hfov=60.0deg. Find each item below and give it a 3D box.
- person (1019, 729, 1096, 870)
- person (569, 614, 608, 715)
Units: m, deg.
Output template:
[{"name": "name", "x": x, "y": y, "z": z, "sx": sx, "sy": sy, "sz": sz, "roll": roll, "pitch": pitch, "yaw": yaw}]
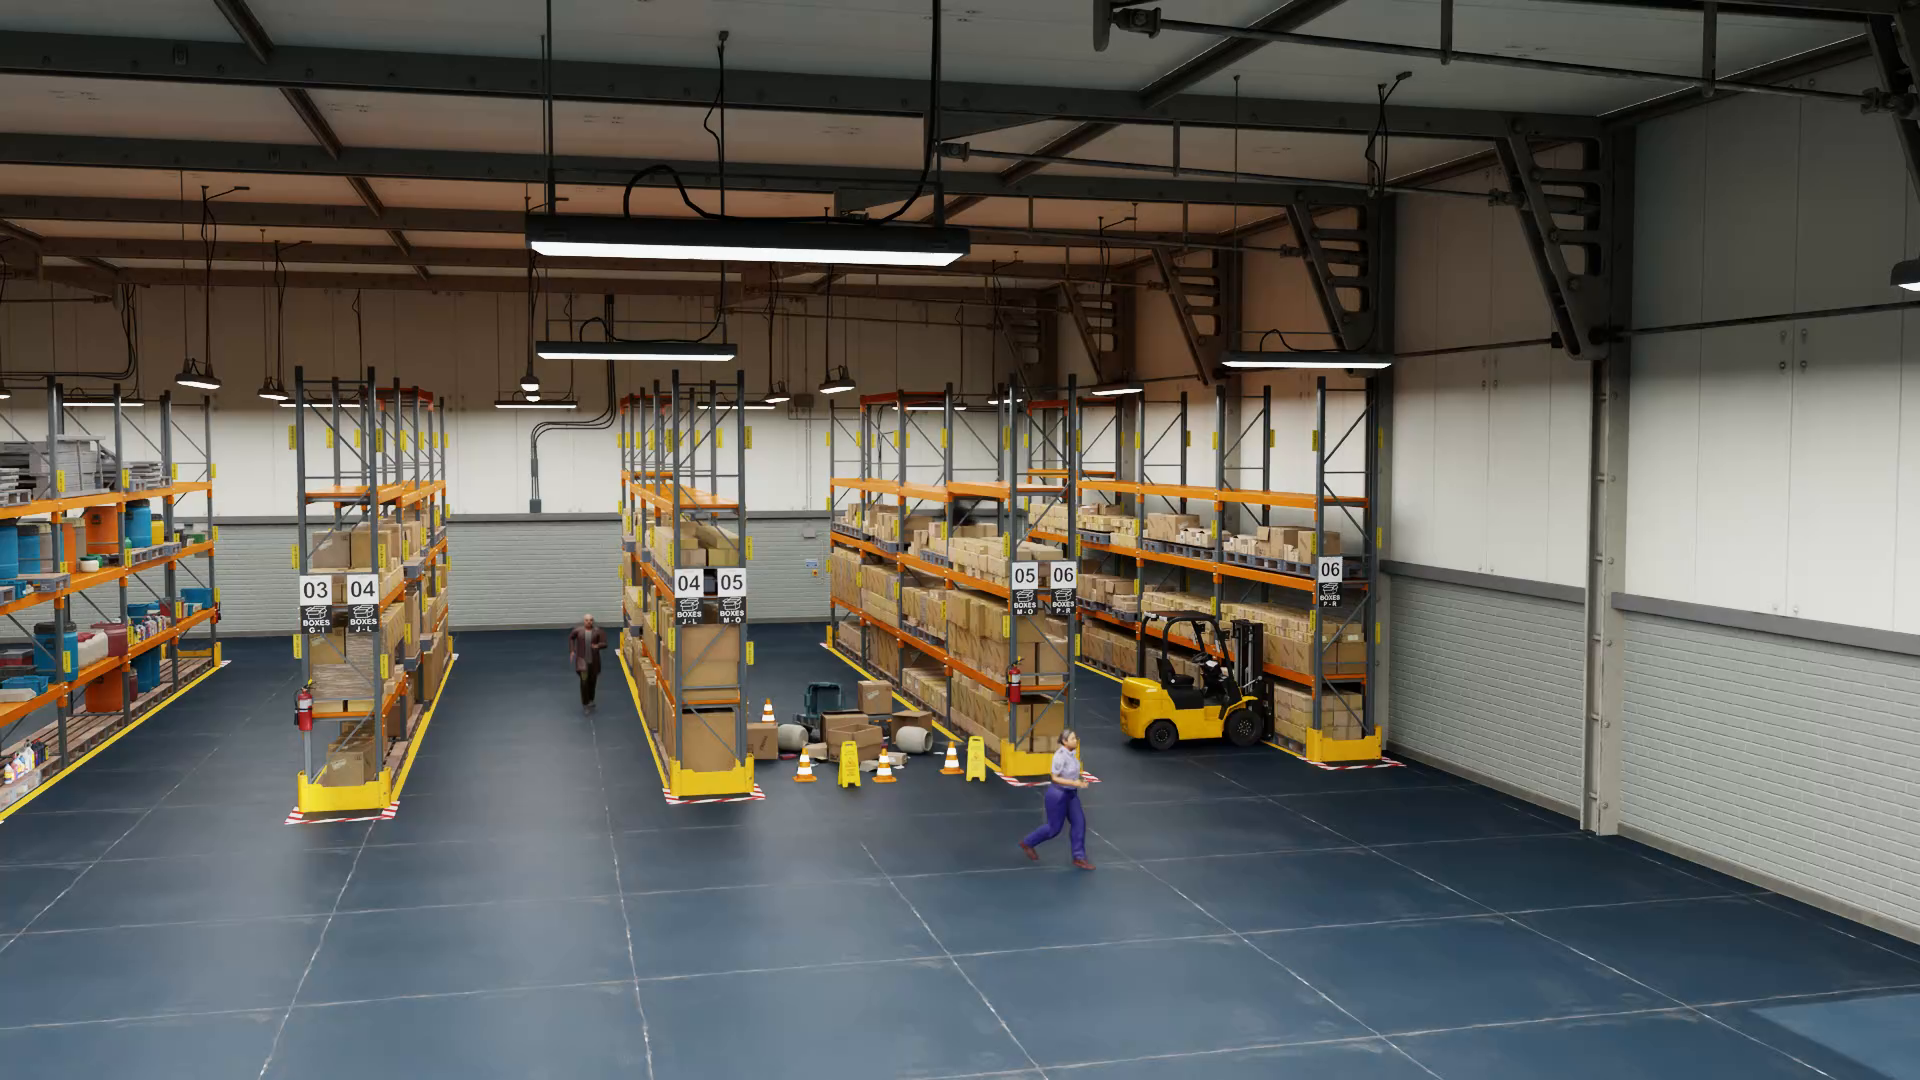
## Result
[{"name": "person", "x": 1.156, "y": 3.022, "z": 19.492, "sx": 0.919, "sy": 1.645, "sz": 0.586, "roll": 2, "pitch": 4, "yaw": 26}, {"name": "person", "x": -6.859, "y": 2.279, "z": 30.725, "sx": 0.666, "sy": 1.847, "sz": 0.937, "roll": -1, "pitch": 4, "yaw": -18}]
